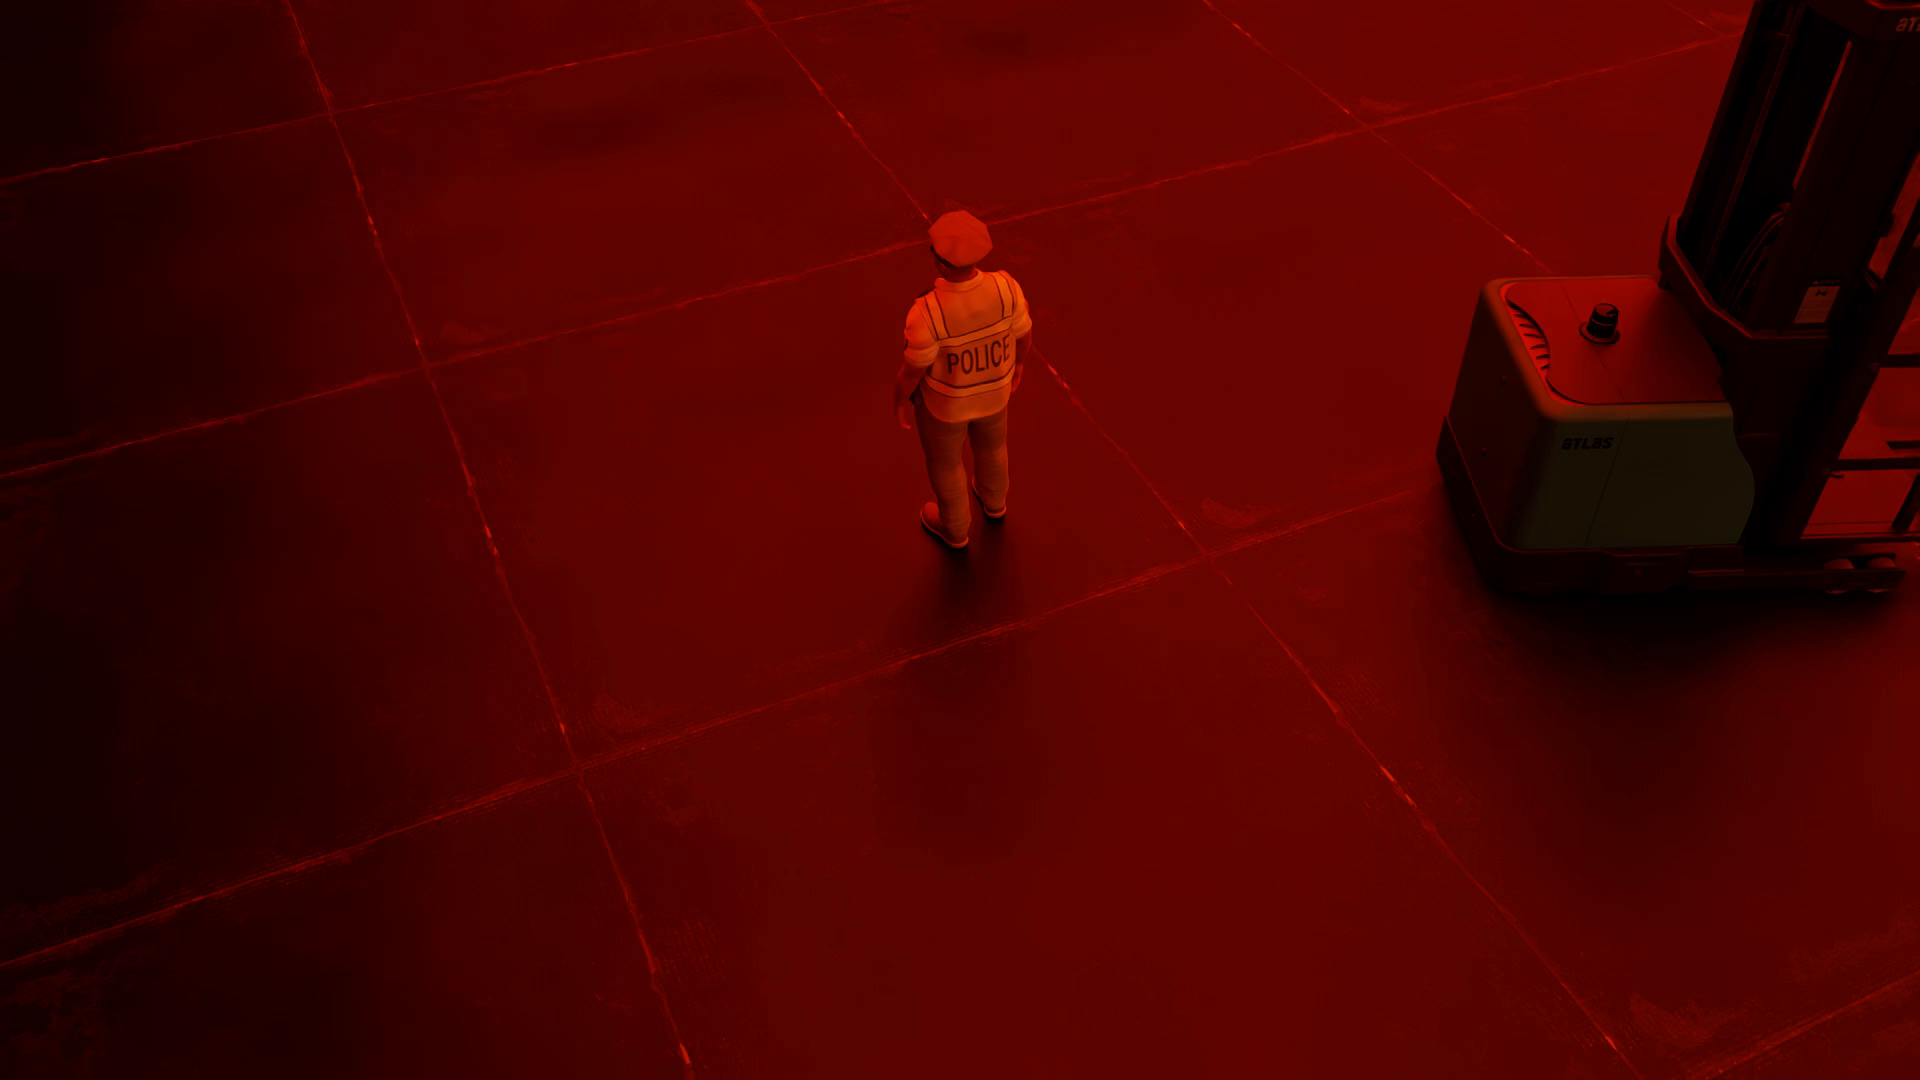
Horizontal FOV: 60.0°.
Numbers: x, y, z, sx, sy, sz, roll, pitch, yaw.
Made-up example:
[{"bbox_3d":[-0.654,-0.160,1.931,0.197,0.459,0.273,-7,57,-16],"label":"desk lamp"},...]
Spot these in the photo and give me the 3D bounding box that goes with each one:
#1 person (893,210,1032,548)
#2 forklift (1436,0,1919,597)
[{"bbox_3d":[-0.022,-0.709,7.270,0.641,1.780,0.574,-18,46,-18],"label":"person"},{"bbox_3d":[3.869,-1.188,6.954,3.031,2.935,1.130,-2,43,-2],"label":"forklift"}]
